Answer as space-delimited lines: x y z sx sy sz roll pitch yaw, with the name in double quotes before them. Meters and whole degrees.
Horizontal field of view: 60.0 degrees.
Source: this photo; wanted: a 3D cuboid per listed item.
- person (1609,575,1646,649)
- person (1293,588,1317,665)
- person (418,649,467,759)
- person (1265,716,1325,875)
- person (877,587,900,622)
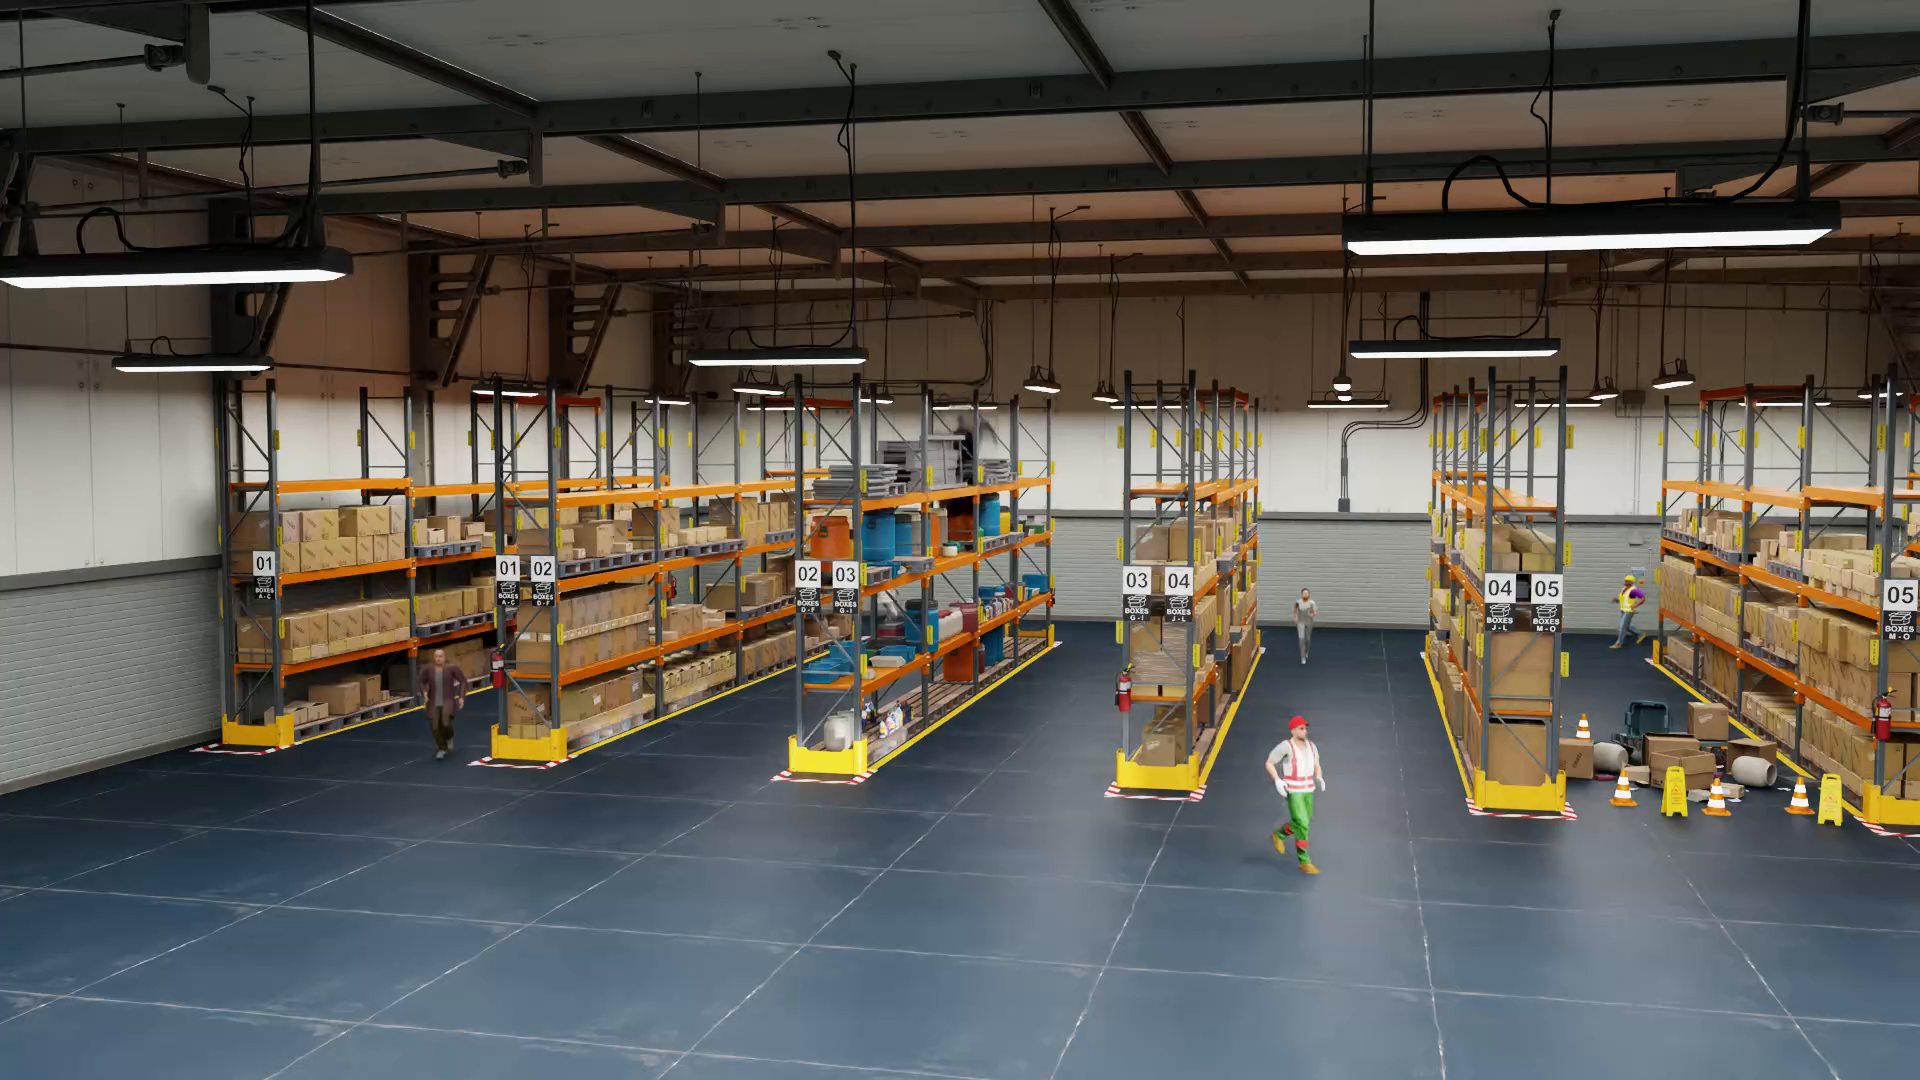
"person" 16.003 1.721 39.817 0.961 1.762 0.700 0 3 -4
"person" 7.792 1.919 37.541 0.514 1.691 0.934 0 3 6
"person" -8.170 2.581 26.179 0.727 1.727 0.645 0 3 -5
"person" 3.928 2.946 19.503 0.675 1.787 0.887 -2 4 -31
"person" -1.853 1.595 42.357 0.654 1.821 0.762 2 4 33
